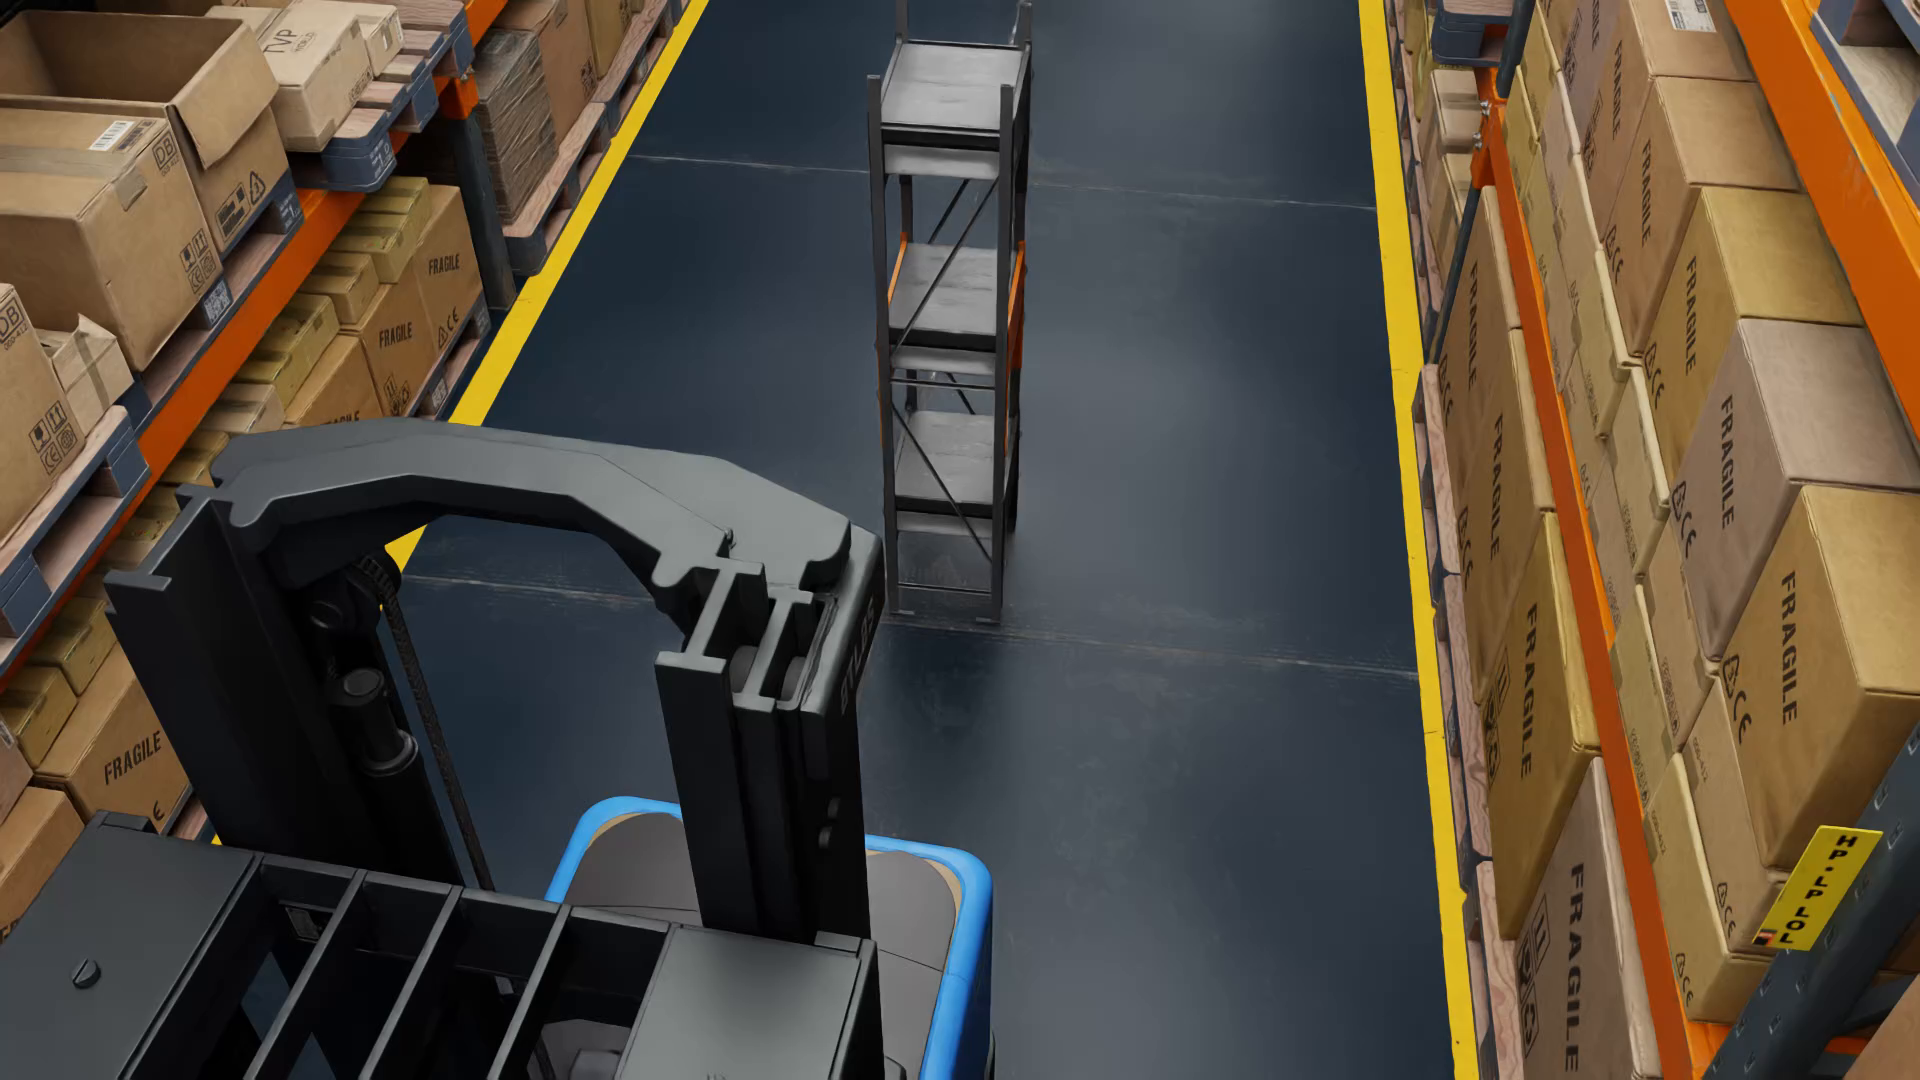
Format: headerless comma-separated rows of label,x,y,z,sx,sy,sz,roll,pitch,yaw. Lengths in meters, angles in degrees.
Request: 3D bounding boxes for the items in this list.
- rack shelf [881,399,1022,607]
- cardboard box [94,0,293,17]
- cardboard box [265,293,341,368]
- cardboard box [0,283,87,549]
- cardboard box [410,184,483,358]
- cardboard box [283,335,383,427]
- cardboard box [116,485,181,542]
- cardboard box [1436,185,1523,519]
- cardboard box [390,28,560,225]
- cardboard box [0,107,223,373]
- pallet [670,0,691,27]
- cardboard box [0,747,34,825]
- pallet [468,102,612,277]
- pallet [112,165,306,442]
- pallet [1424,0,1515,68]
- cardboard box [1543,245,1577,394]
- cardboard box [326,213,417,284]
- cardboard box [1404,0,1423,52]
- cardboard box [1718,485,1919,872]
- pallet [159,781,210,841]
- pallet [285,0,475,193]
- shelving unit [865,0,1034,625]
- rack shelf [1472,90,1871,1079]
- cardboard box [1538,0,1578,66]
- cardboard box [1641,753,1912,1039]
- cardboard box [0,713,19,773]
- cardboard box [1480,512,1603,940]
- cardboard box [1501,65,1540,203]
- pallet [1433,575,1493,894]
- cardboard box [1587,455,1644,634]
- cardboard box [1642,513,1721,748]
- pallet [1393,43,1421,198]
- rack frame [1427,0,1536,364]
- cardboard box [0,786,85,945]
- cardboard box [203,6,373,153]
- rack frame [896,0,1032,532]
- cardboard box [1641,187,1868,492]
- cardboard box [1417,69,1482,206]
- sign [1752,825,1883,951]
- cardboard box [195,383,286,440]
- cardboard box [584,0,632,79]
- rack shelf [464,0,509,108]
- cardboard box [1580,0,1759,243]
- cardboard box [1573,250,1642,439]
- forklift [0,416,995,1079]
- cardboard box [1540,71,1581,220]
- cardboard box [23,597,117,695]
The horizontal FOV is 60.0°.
rack shelf,-0.022,-0.131,5.900,0.431,0.518,0.480,5,44,6
cardboard box,-2.692,-2.026,5.830,0.500,0.500,0.500,7,44,7
cardboard box,-2.447,-0.754,5.906,0.380,0.149,0.250,6,44,7
cardboard box,-2.644,-0.299,4.006,0.700,0.500,0.500,6,44,6
cardboard box,-2.312,-1.111,6.754,0.500,0.500,0.500,6,44,7
cardboard box,-2.455,-0.414,6.018,0.500,0.500,0.500,7,44,7
cardboard box,-2.576,-0.044,5.156,0.380,0.149,0.250,7,44,7
cardboard box,2.278,-0.643,5.987,0.875,0.875,0.875,5,44,5
cardboard box,-2.373,-1.888,7.484,0.875,0.625,0.625,7,44,7
cardboard box,-2.540,-0.834,4.571,0.700,0.500,0.500,5,44,5
pallet,-1.999,-3.382,9.668,1.003,0.211,1.213,5,44,6
cardboard box,-2.727,0.656,4.417,0.380,0.149,0.250,4,44,4
pallet,-2.322,-1.719,7.912,1.003,0.211,1.213,5,44,6
pallet,-2.722,-0.778,5.030,1.003,0.211,1.213,5,44,6
pallet,2.440,-2.151,6.479,1.213,0.211,1.003,5,44,6
cardboard box,2.012,-0.652,4.865,0.500,0.250,0.500,7,44,7
cardboard box,-2.289,-1.106,6.277,0.380,0.149,0.250,3,44,3
cardboard box,2.822,-2.802,8.633,0.950,0.372,0.625,8,44,8
cardboard box,1.733,0.274,2.979,0.500,0.500,0.500,7,44,7
pallet,-2.928,1.007,5.033,1.003,0.211,1.213,5,44,6
pallet,-2.489,-1.636,5.936,1.213,0.211,1.003,5,44,6
shelving unit,-0.022,-0.650,5.409,0.431,2.100,0.503,5,44,6
rack shelf,2.187,-0.101,4.698,1.077,0.370,4.000,5,44,6
cardboard box,2.144,-1.811,5.181,0.500,0.500,0.500,4,44,4
cardboard box,1.732,0.727,3.410,0.500,0.250,0.500,4,44,5
cardboard box,-2.700,0.562,4.299,0.380,0.149,0.250,3,44,3
cardboard box,2.037,0.574,4.702,0.875,0.875,0.875,6,44,7
cardboard box,2.137,-1.360,5.614,0.500,0.250,0.500,5,44,5
pallet,2.109,0.647,5.413,1.003,0.211,1.213,5,44,6
cardboard box,1.886,0.038,4.138,0.500,0.250,0.500,4,44,4
cardboard box,1.799,0.210,3.592,0.500,0.250,0.500,6,44,7
pallet,2.720,-2.074,8.287,1.003,0.211,1.213,5,44,6
rack frame,2.452,-1.725,5.890,1.000,3.000,0.127,5,44,6
cardboard box,-2.711,0.998,4.527,0.500,0.500,0.500,7,44,7
cardboard box,-2.288,-1.523,5.481,0.500,0.250,0.500,3,44,4
rack frame,0.010,-0.816,5.585,0.400,2.100,0.015,5,44,6
cardboard box,1.880,-0.423,3.715,0.500,0.500,0.500,6,44,7
cardboard box,2.626,-1.811,7.587,0.950,0.372,0.625,4,44,5
sign,1.384,0.566,2.686,0.100,0.325,0.005,5,44,6
cardboard box,-2.486,-0.393,5.525,0.380,0.149,0.250,3,44,4
cardboard box,-2.206,-2.793,8.440,0.875,0.625,0.625,4,44,4
rack shelf,-2.205,-3.276,8.051,1.077,0.370,4.000,5,44,6
cardboard box,2.004,-1.121,4.452,0.500,0.500,0.500,6,44,7
cardboard box,1.912,-0.494,4.336,0.500,0.250,0.500,6,44,6
forklift,-0.694,1.386,2.655,1.130,2.935,3.031,8,44,8
cardboard box,2.070,-1.177,5.057,0.500,0.250,0.500,6,44,7
cardboard box,-2.681,0.292,4.801,0.380,0.149,0.250,5,44,5
